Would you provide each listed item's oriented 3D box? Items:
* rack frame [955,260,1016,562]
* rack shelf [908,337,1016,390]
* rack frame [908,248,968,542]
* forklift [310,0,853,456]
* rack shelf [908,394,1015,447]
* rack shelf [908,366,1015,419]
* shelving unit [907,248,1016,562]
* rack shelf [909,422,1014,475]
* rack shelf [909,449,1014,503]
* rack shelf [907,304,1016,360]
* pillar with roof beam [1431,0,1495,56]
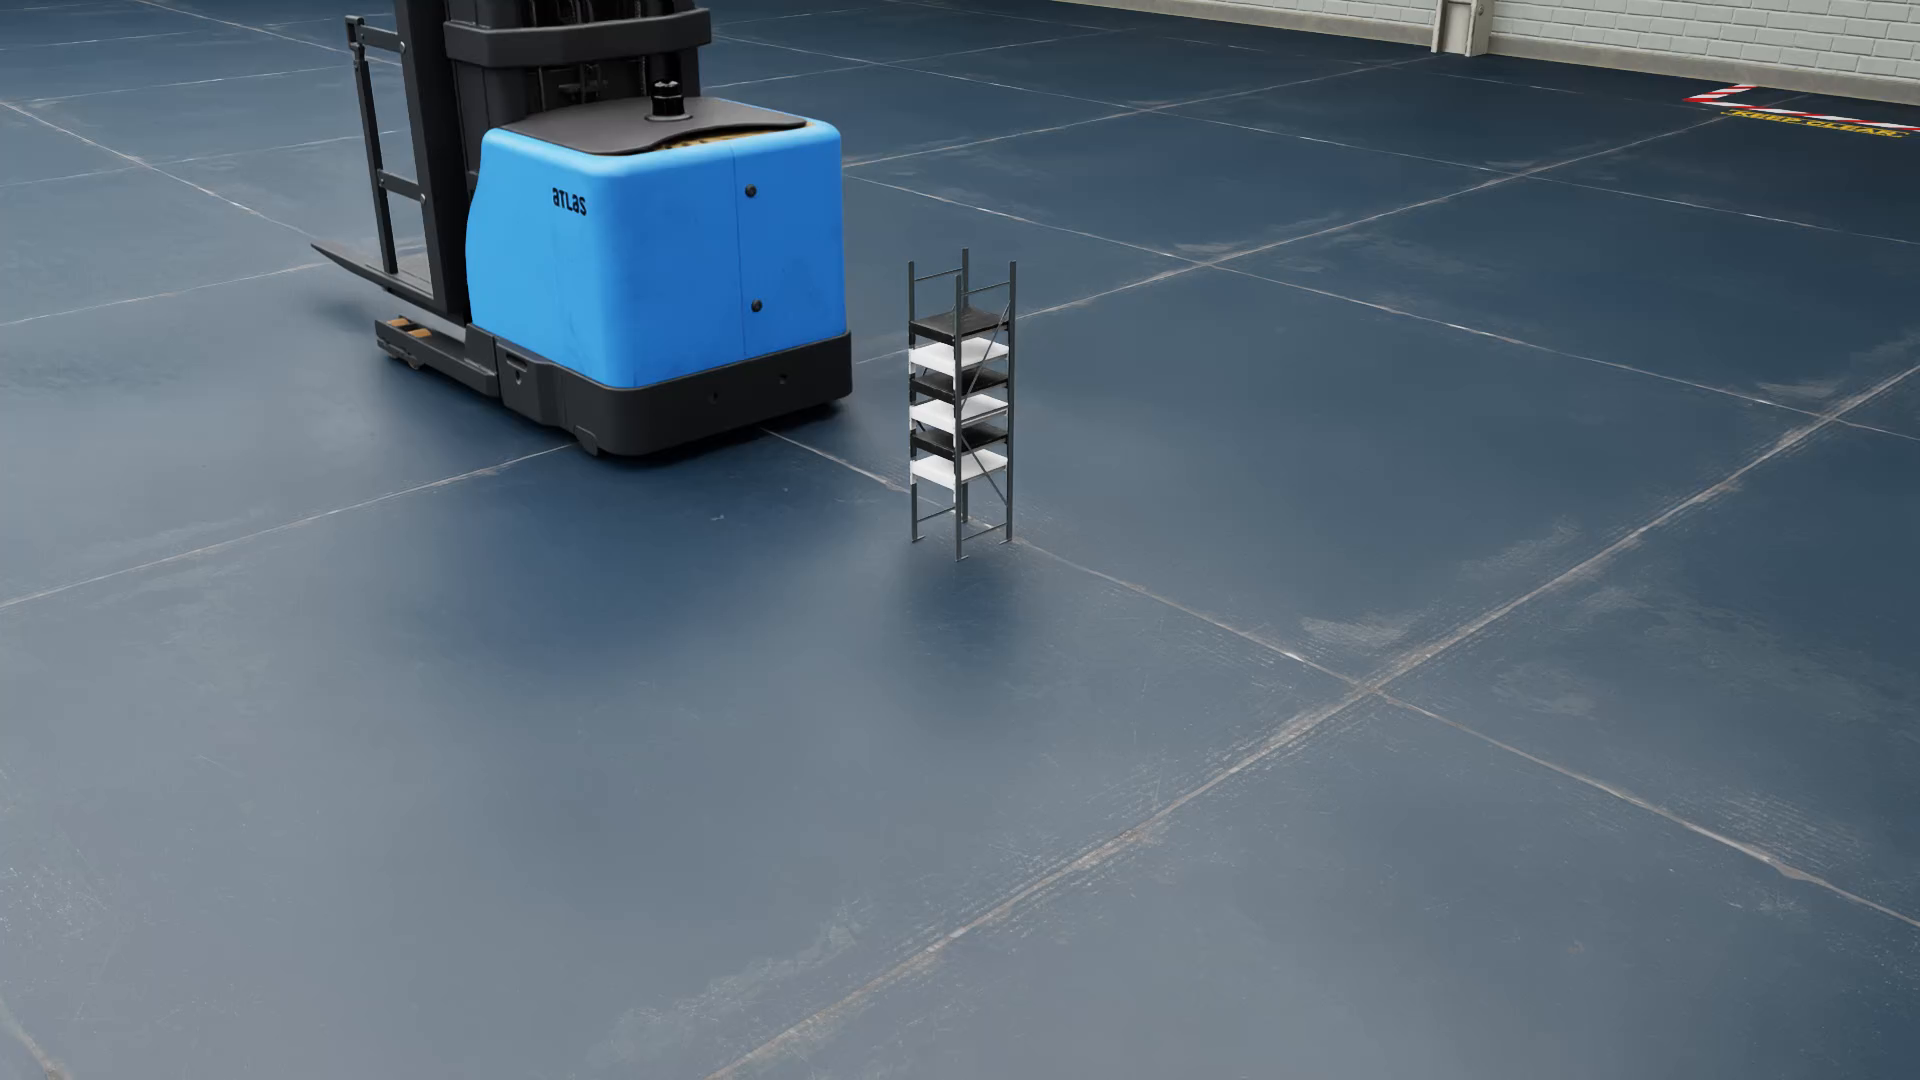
[{"bbox_3d":[0.075,-0.376,4.990,0.240,0.900,0.006,-21,32,-38],"label":"rack frame"},{"bbox_3d":[0.006,-0.540,4.997,0.258,0.077,0.200,-21,32,-38],"label":"rack shelf"},{"bbox_3d":[-0.064,-0.438,5.125,0.240,0.900,0.006,-21,32,-38],"label":"rack frame"},{"bbox_3d":[-1.770,-2.150,6.432,1.130,2.935,3.031,-21,32,-38],"label":"forklift"},{"bbox_3d":[0.006,-0.377,5.072,0.258,0.077,0.200,-21,32,-38],"label":"rack shelf"},{"bbox_3d":[0.006,-0.459,5.034,0.258,0.077,0.200,-21,32,-38],"label":"rack shelf"},{"bbox_3d":[0.006,-0.407,5.058,0.258,0.900,0.210,-21,32,-38],"label":"shelving unit"},{"bbox_3d":[0.006,-0.295,5.109,0.258,0.077,0.200,-21,32,-38],"label":"rack shelf"},{"bbox_3d":[0.006,-0.213,5.146,0.258,0.077,0.200,-21,32,-38],"label":"rack shelf"},{"bbox_3d":[0.006,-0.622,4.960,0.258,0.077,0.200,-21,32,-38],"label":"rack shelf"},{"bbox_3d":[1.275,-7.186,10.159,9.100,9.000,0.400,-21,32,-38],"label":"pillar with roof beam"}]
